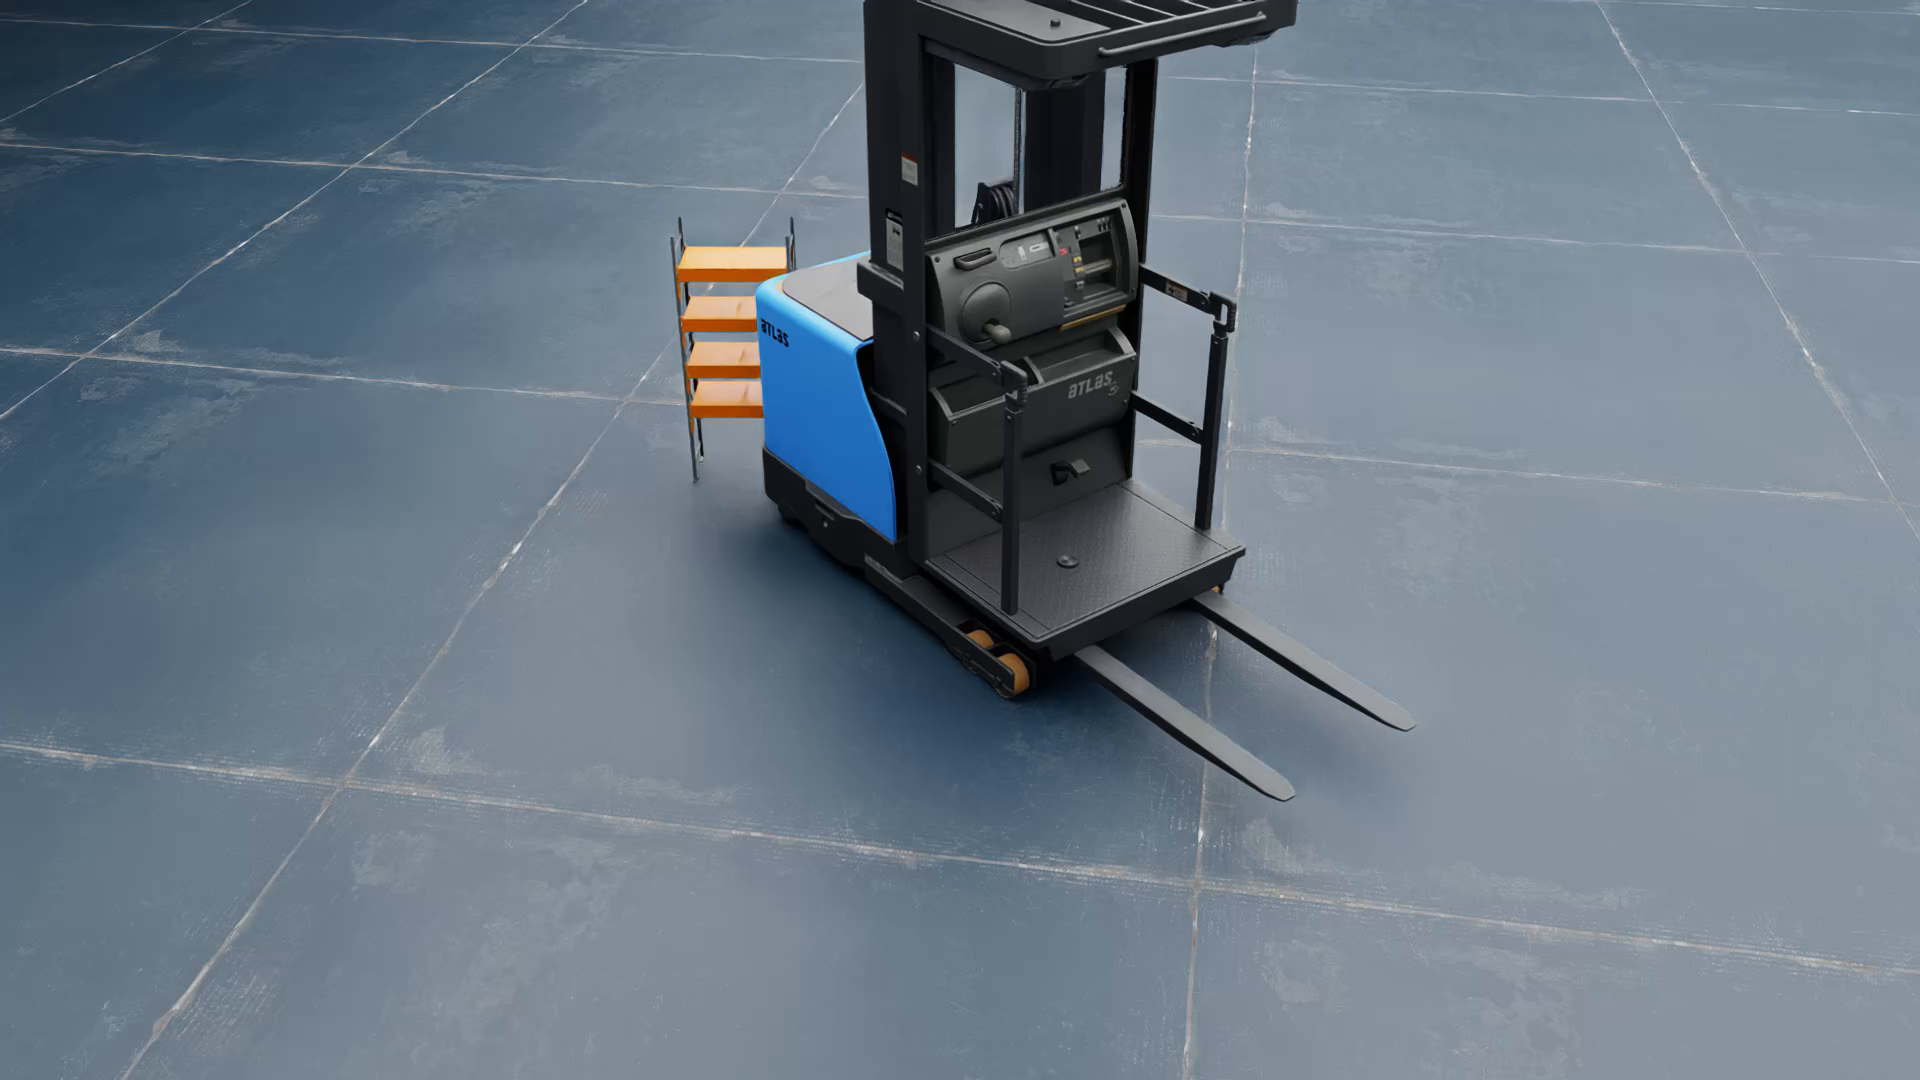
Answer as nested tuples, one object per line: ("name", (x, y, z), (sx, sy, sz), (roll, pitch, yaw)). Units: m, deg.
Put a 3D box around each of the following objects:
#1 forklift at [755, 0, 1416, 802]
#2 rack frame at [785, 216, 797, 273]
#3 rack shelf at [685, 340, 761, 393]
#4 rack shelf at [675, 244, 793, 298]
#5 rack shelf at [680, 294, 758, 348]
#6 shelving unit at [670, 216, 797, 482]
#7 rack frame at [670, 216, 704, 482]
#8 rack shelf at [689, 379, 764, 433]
("forklift", (0.416, -0.942, 5.993), (1.130, 2.935, 3.031), (-22, 38, -31))
("rack frame", (-0.733, -0.839, 7.460), (0.015, 1.200, 0.240), (0, 32, 0))
("rack shelf", (-0.977, -0.783, 7.496), (0.480, 0.148, 0.258), (0, 32, 0))
("rack shelf", (-0.977, -1.173, 7.252), (0.480, 0.148, 0.258), (0, 32, 0))
("rack shelf", (-0.977, -0.972, 7.378), (0.480, 0.148, 0.258), (0, 32, 0))
("shelving unit", (-0.977, -0.840, 7.461), (0.503, 1.200, 0.258), (0, 32, 0))
("rack frame", (-1.221, -0.840, 7.462), (0.015, 1.200, 0.240), (0, 32, 0))
("rack shelf", (-0.977, -0.614, 7.602), (0.480, 0.148, 0.258), (0, 32, 0))
